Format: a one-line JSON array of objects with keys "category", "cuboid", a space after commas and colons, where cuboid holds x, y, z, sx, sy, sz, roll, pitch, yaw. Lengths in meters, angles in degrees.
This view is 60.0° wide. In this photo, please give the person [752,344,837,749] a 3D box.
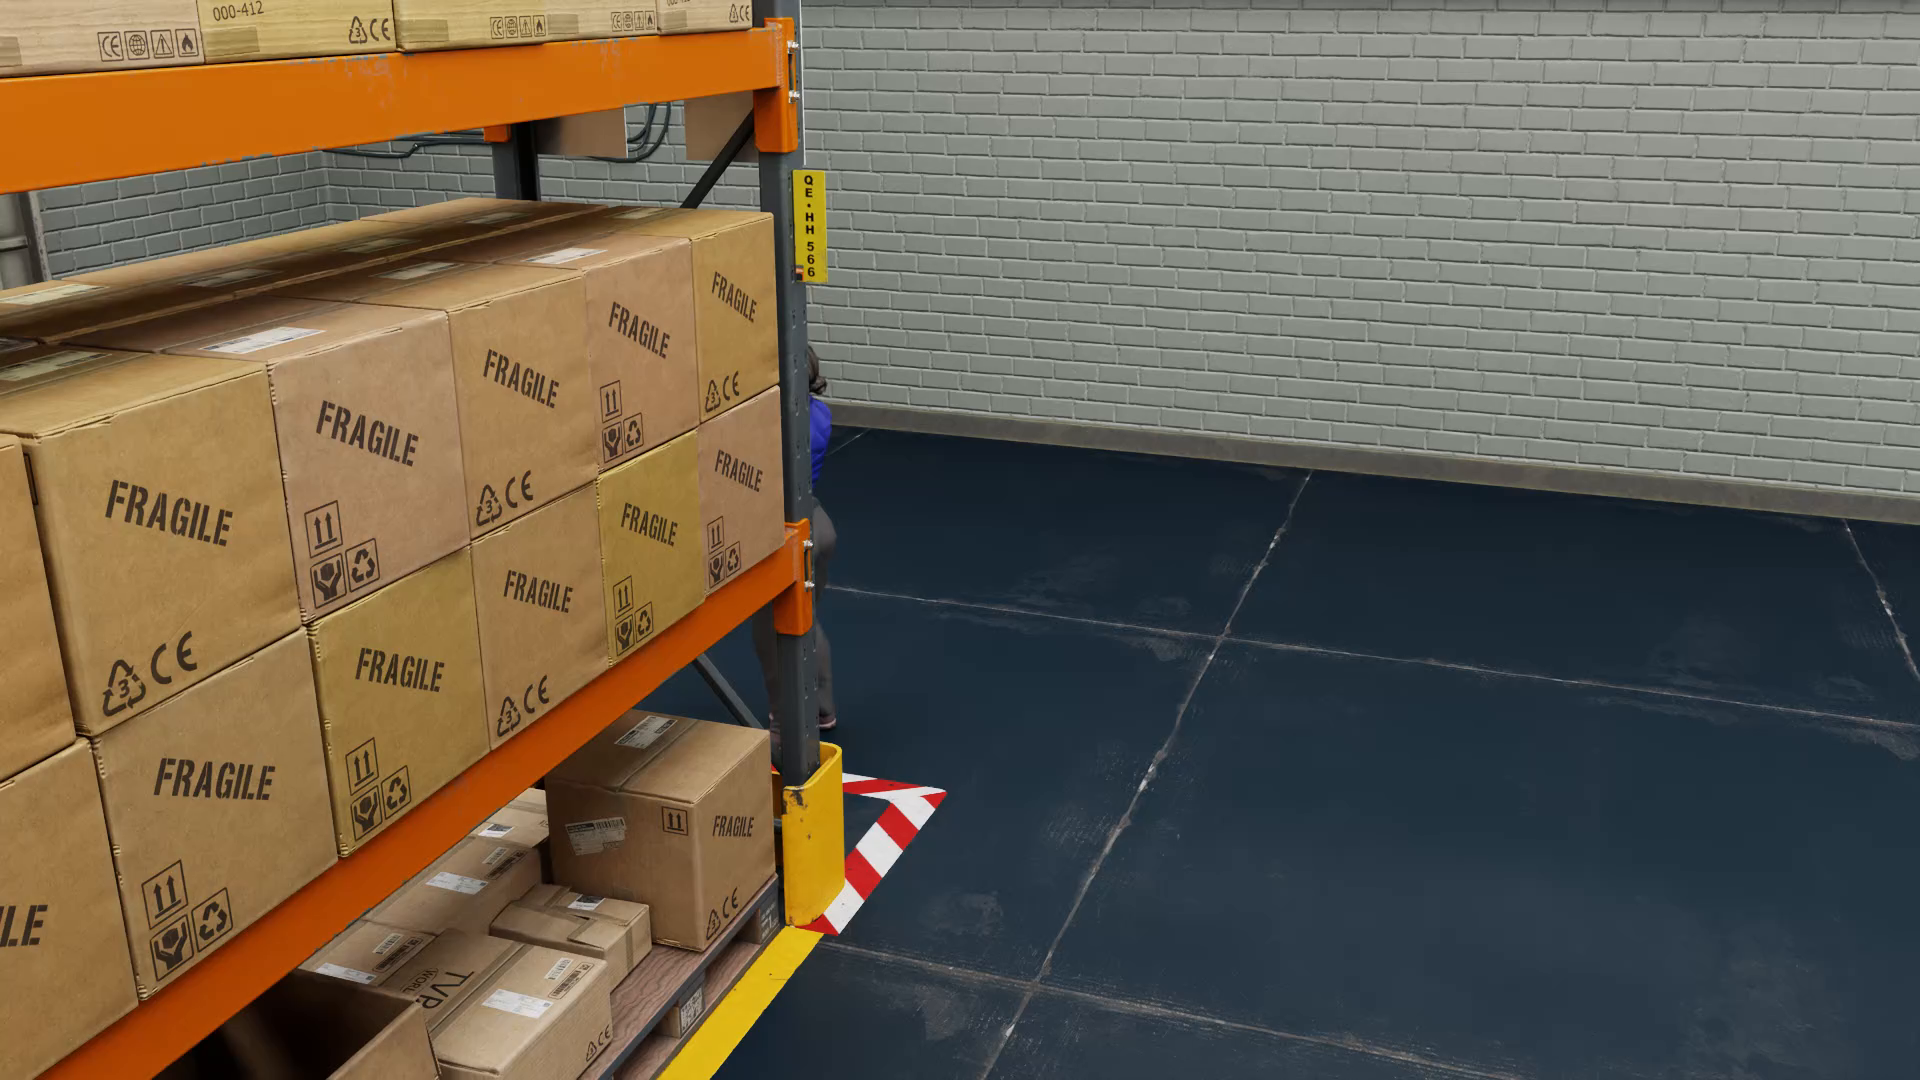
[{"category": "person", "cuboid": [-0.743, 0.017, 6.529, 0.512, 1.649, 0.452, 6, 20, 18]}]
